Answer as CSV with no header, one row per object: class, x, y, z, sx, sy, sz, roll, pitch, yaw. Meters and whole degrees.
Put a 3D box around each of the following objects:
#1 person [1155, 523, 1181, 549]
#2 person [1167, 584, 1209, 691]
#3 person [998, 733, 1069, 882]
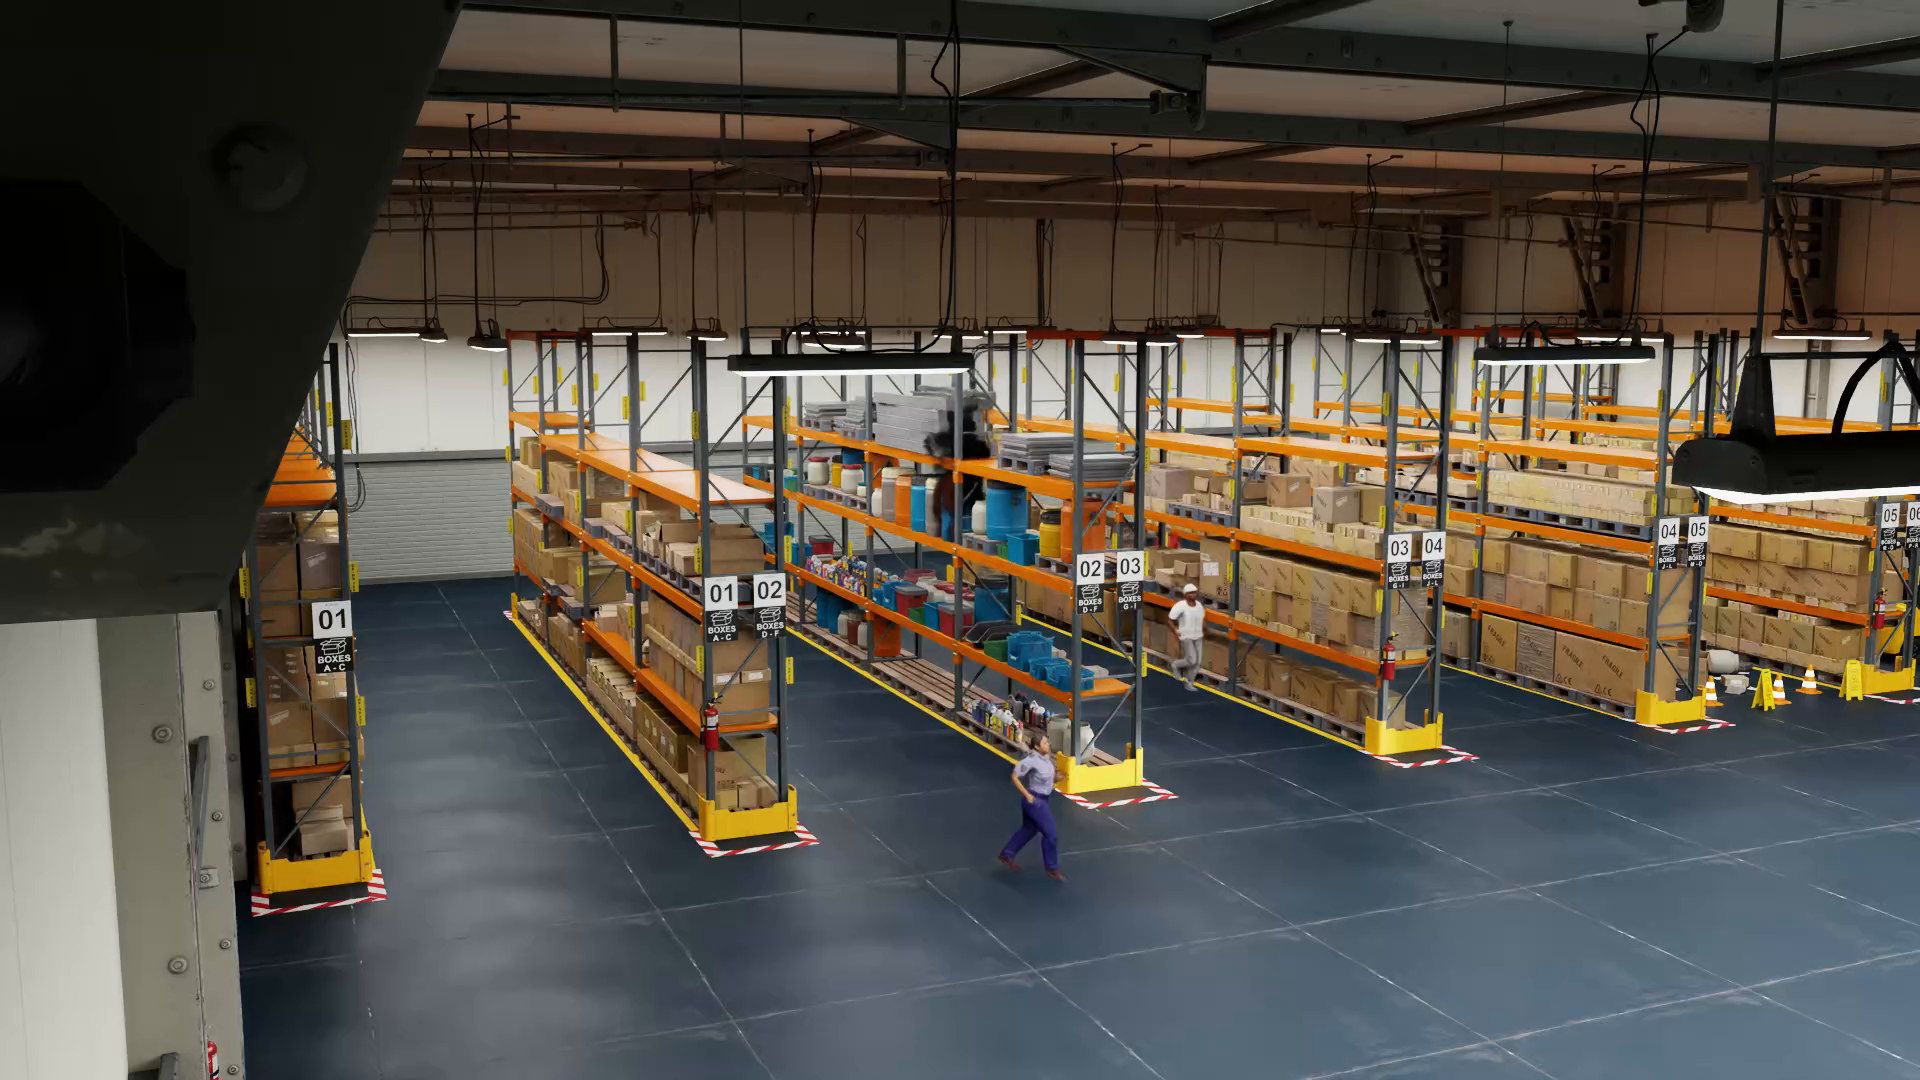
person,4.630,0.516,36.776,0.670,1.765,0.755,-2,8,-15
person,3.690,1.562,26.696,0.701,1.728,0.587,-4,9,-28
person,0.834,2.990,18.734,0.828,1.698,0.582,1,8,11
